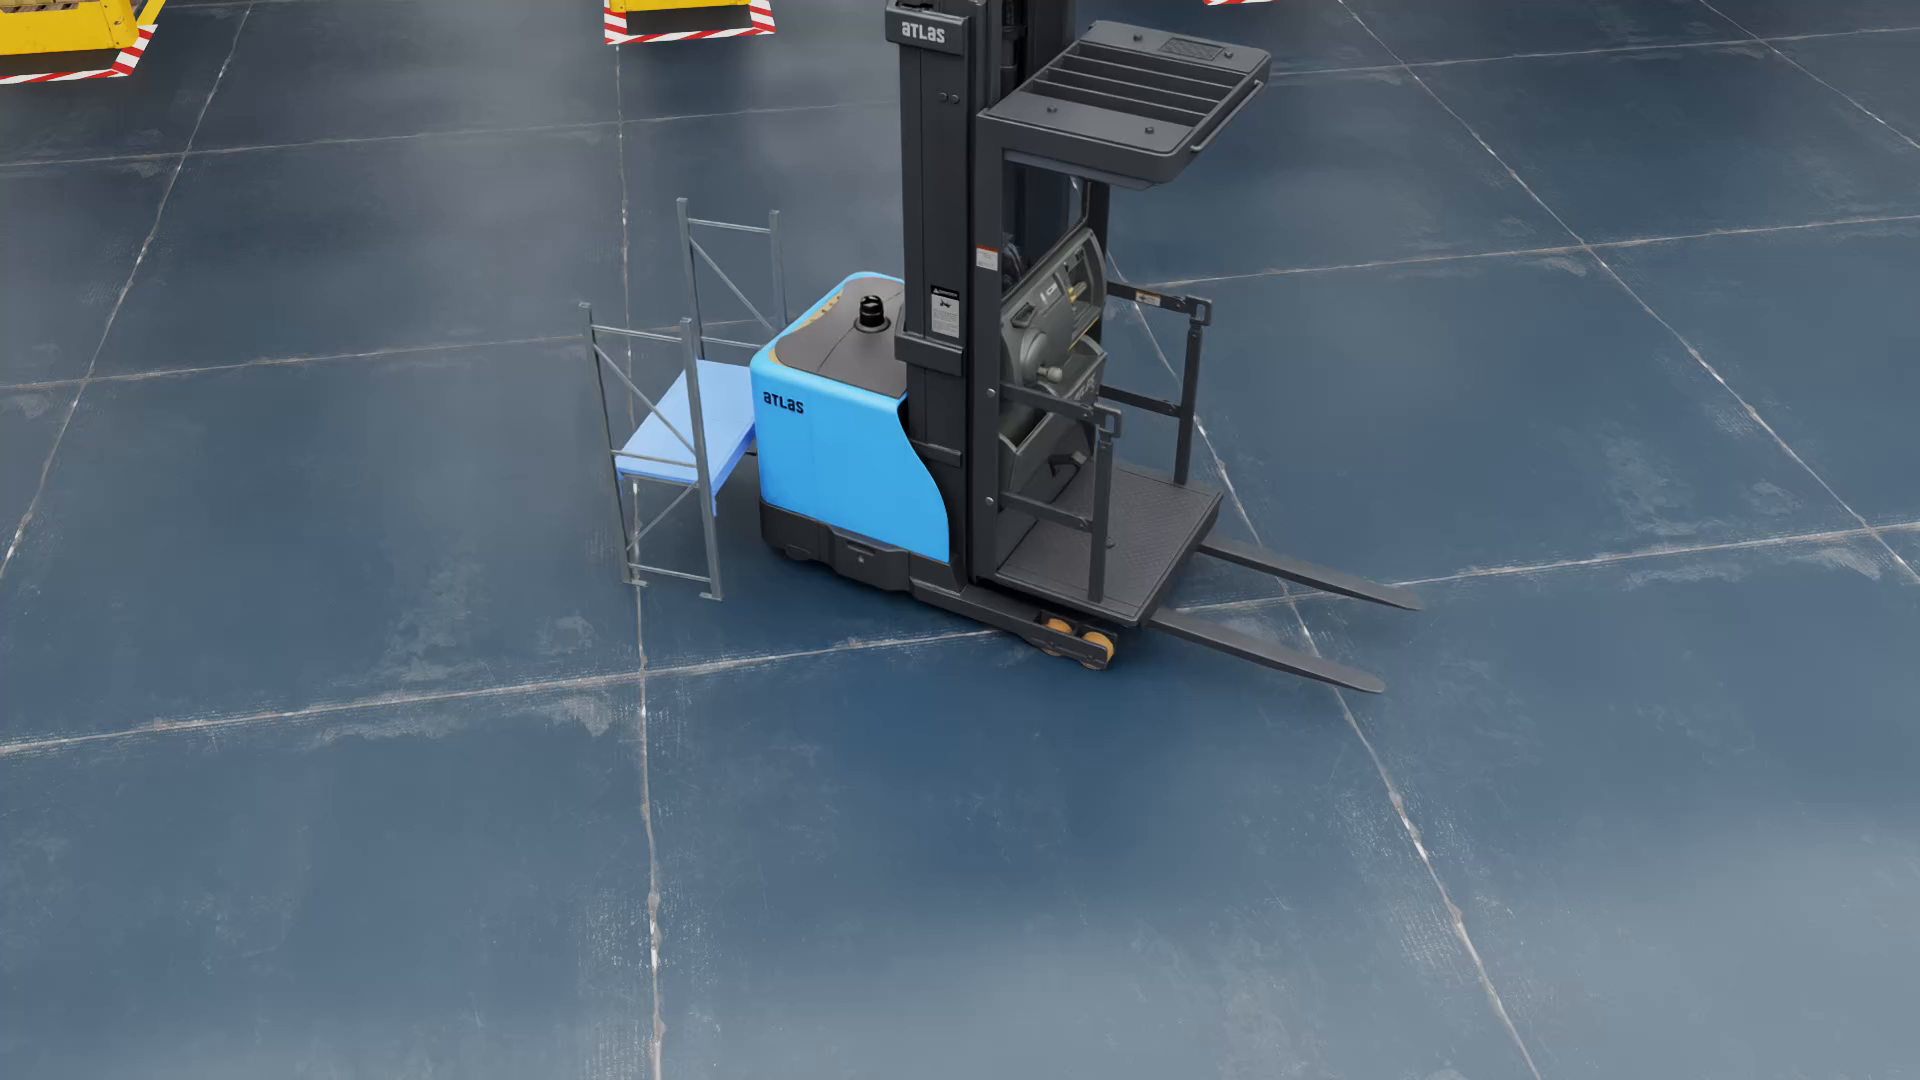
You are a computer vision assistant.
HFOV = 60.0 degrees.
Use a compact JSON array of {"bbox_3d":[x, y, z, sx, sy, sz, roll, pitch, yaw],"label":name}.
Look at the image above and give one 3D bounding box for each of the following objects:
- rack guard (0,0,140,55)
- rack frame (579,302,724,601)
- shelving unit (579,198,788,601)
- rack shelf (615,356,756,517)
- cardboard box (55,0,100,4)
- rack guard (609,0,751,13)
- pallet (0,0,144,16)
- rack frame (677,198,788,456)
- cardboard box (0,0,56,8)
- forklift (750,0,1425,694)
[{"bbox_3d":[-7.163,-4.139,13.071,1.175,0.500,0.348,-6,38,-8],"label":"rack guard"},{"bbox_3d":[-1.355,-0.356,7.385,0.500,1.500,0.032,10,39,13],"label":"rack frame"},{"bbox_3d":[-1.215,-0.656,7.771,0.538,1.500,1.048,10,39,13],"label":"shelving unit"},{"bbox_3d":[-1.215,-0.514,7.882,0.538,0.185,1.000,10,39,13],"label":"rack shelf"},{"bbox_3d":[-7.042,-4.569,13.485,0.500,0.250,0.500,-6,38,-8],"label":"cardboard box"},{"bbox_3d":[-2.350,-4.725,13.825,1.175,0.500,0.348,-6,38,-8],"label":"rack guard"},{"bbox_3d":[-7.343,-4.497,13.767,1.003,0.211,1.213,-6,38,-8],"label":"pallet"},{"bbox_3d":[-1.075,-0.956,8.157,0.500,1.500,0.032,10,39,13],"label":"rack frame"},{"bbox_3d":[-7.552,-4.513,13.413,0.500,0.250,0.500,-6,38,-8],"label":"cardboard box"},{"bbox_3d":[0.584,-0.956,6.991,3.031,2.935,1.130,18,41,22],"label":"forklift"}]
